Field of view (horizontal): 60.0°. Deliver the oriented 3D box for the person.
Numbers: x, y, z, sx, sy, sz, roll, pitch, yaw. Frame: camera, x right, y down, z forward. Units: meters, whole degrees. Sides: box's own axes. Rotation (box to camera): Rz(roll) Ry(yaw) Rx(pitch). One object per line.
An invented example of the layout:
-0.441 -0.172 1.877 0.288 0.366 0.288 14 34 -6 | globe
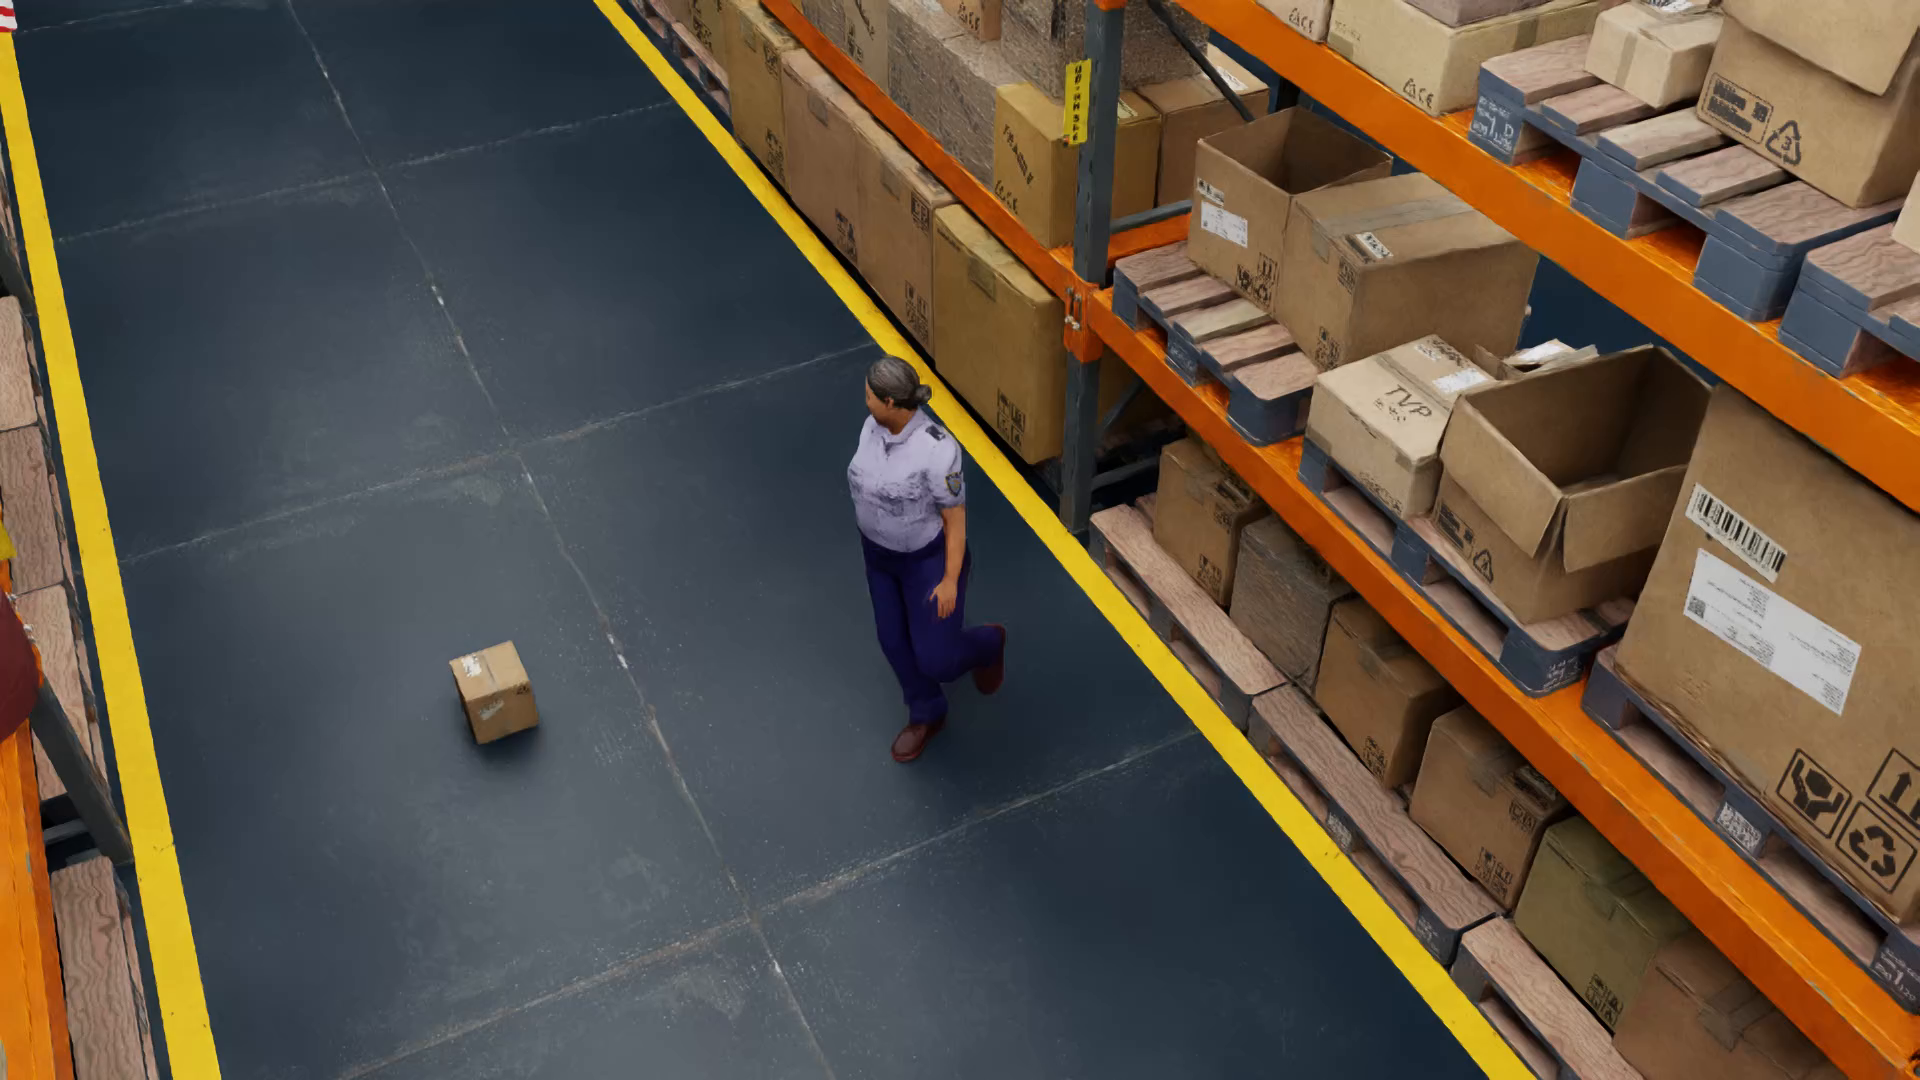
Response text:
-0.157 0.060 6.127 0.564 1.615 0.579 29 49 29 | person
